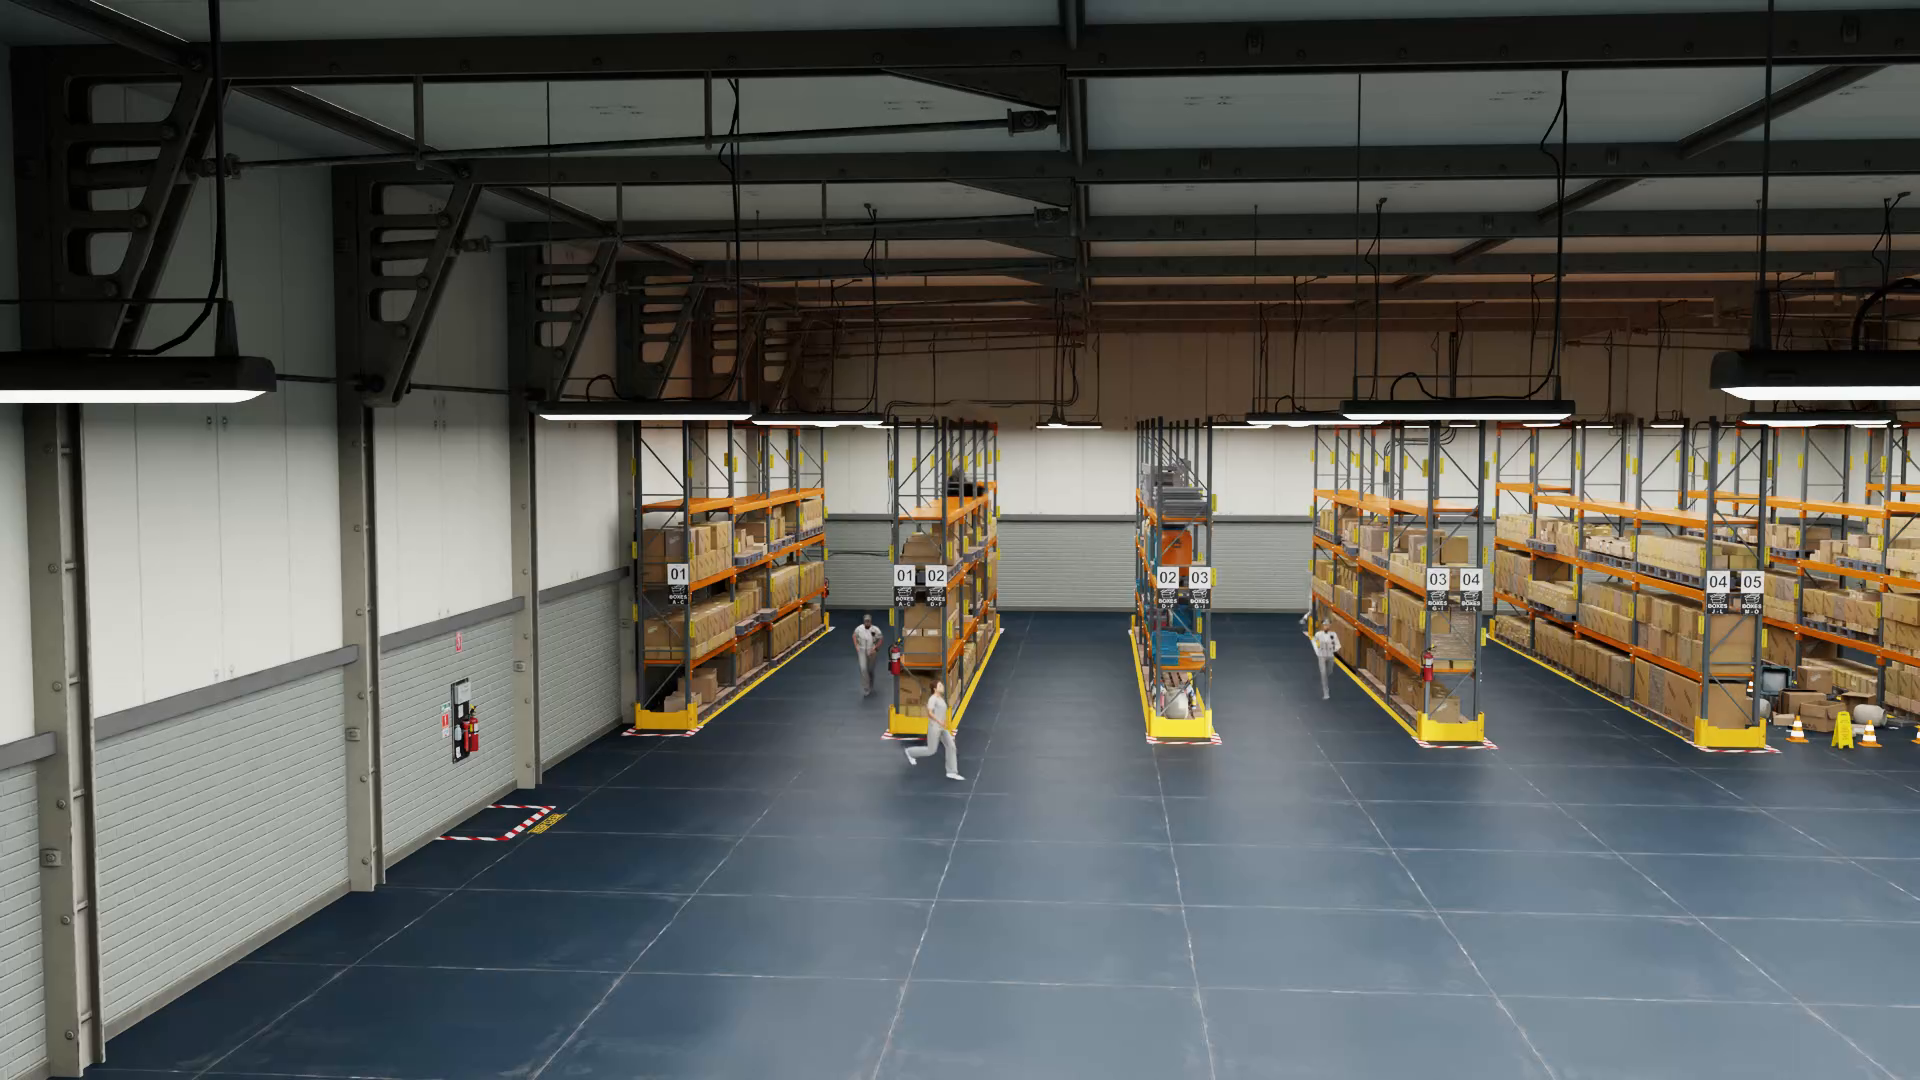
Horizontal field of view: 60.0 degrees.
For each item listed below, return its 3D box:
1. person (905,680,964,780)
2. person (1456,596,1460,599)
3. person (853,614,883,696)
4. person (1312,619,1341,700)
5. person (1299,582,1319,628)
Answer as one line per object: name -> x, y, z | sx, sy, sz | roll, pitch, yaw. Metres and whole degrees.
person -> -0.417, 3.129, 27.487 | 1.029, 1.655, 0.544 | 2, 4, 25
person -> 13.573, 2.018, 44.872 | 0.611, 1.629, 1.002 | 0, 4, 1
person -> -2.016, 2.473, 36.345 | 0.668, 1.763, 0.941 | 0, 4, 4
person -> 7.940, 2.544, 35.998 | 0.584, 1.702, 1.075 | 0, 4, 1
person -> 10.220, 1.722, 47.795 | 0.950, 1.797, 0.652 | 1, 4, 19
